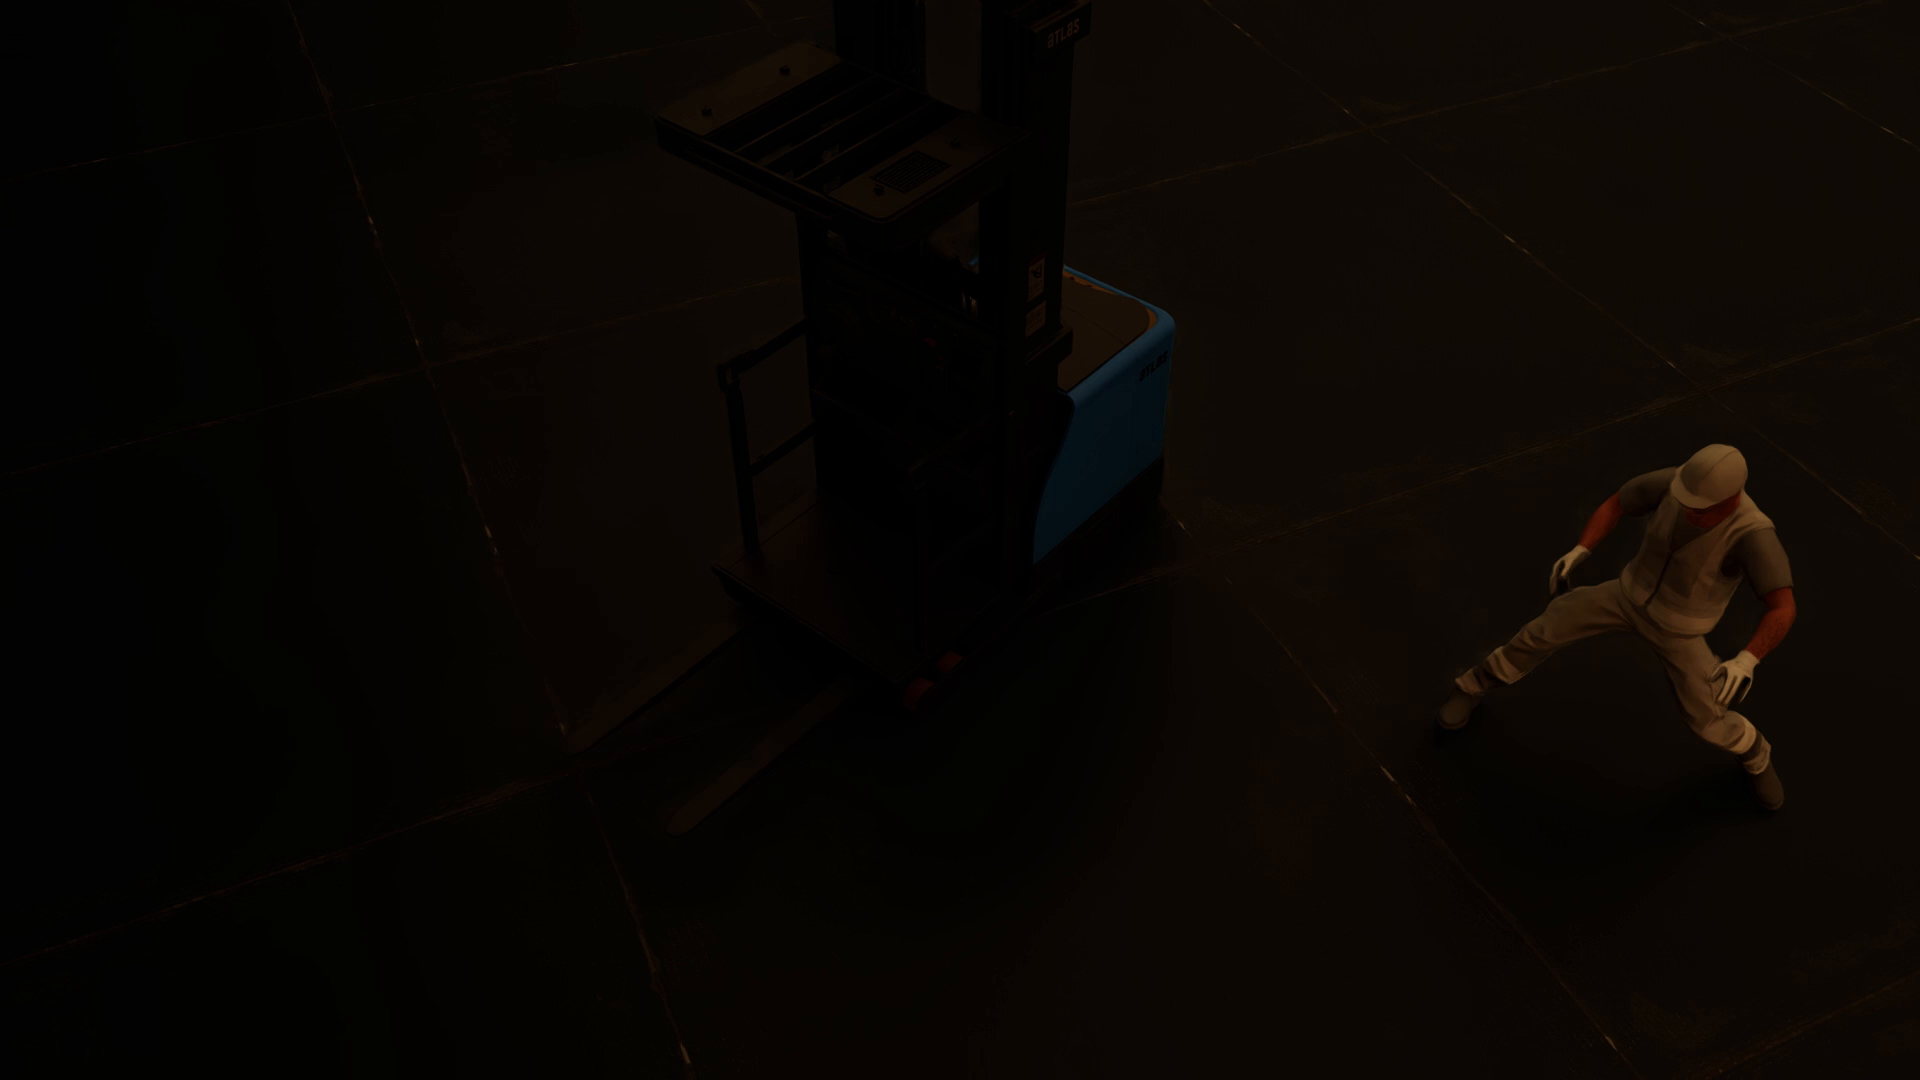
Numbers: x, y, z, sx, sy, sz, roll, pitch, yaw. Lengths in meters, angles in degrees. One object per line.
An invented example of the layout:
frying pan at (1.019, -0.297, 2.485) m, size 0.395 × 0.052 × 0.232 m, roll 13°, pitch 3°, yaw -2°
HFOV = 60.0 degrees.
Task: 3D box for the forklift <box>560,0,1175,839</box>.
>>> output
forklift at (-0.366, -0.717, 6.448) m, size 1.130 × 2.935 × 3.031 m, roll 30°, pitch 51°, yaw 28°

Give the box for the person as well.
person at (2.671, 0.313, 6.342) m, size 1.002 × 1.590 × 1.164 m, roll -25°, pitch 48°, yaw -24°
